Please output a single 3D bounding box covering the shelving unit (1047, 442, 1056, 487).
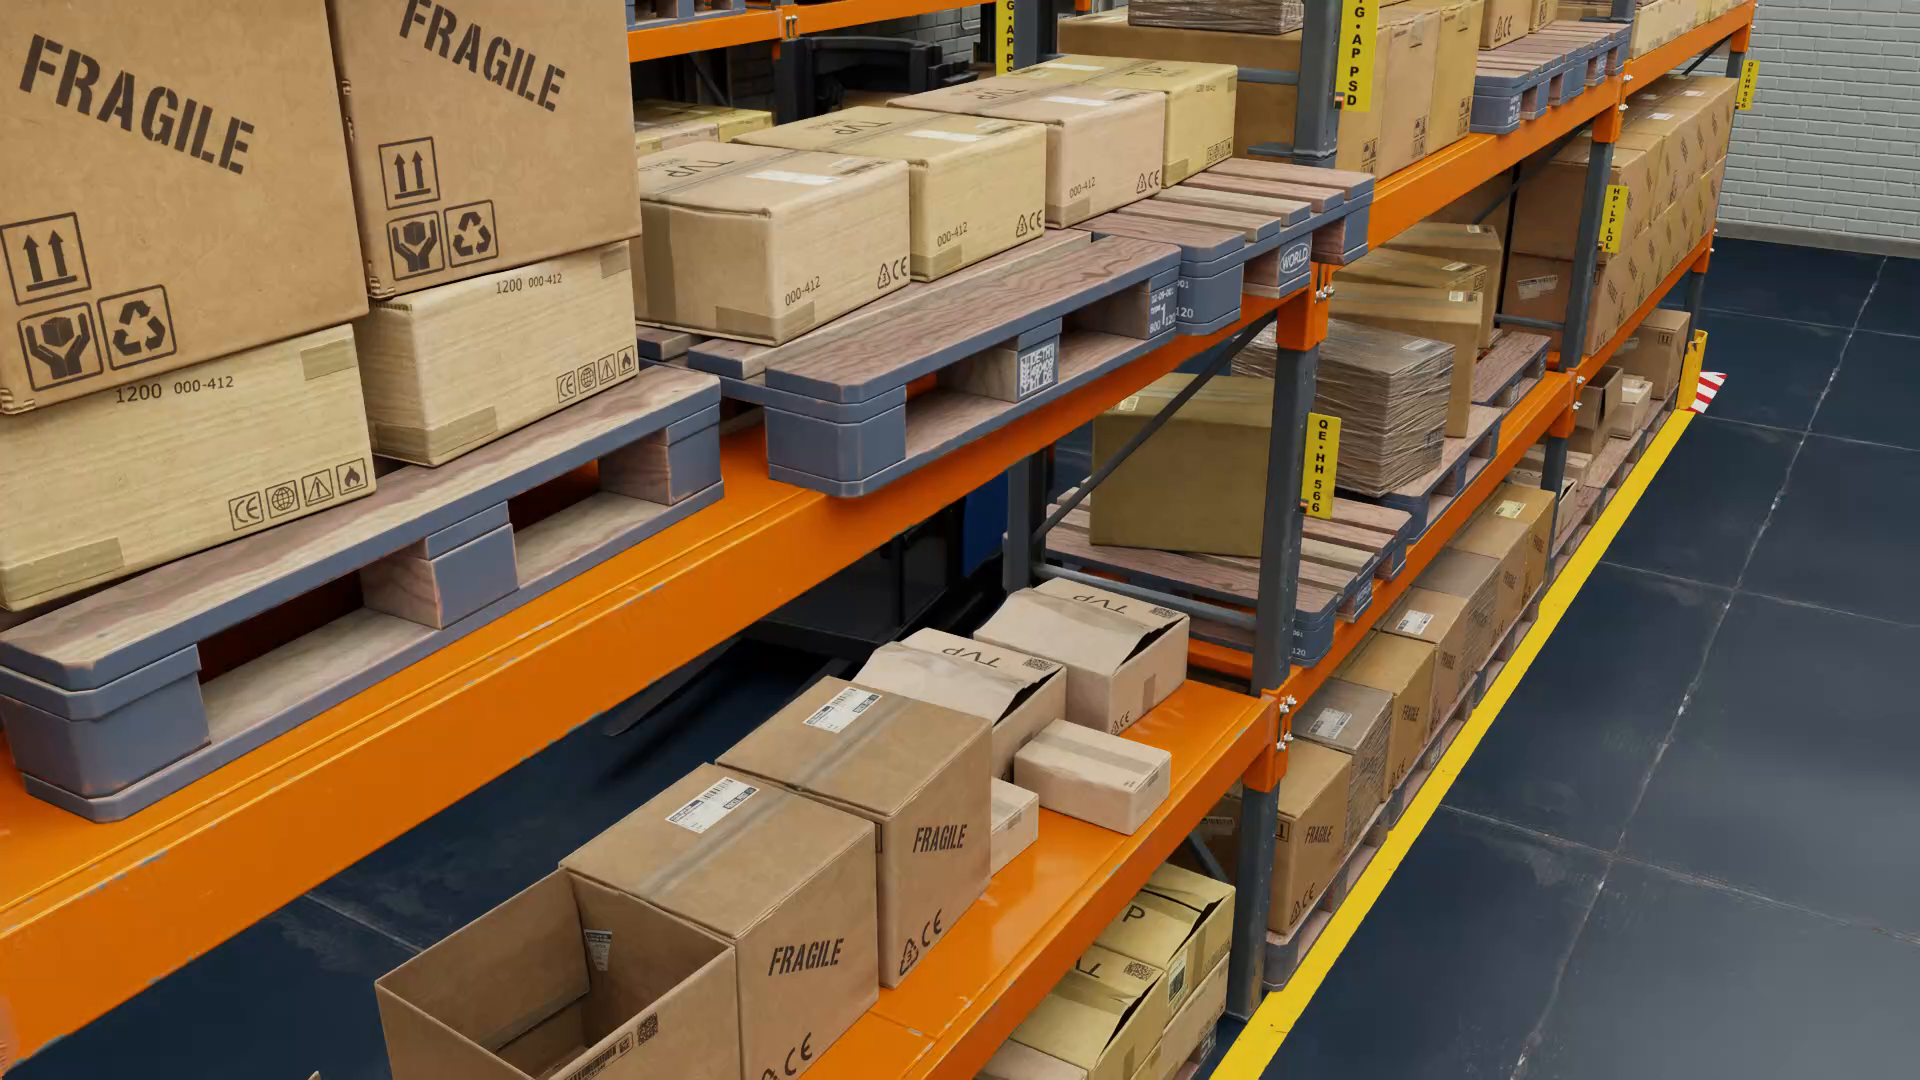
[{"bbox_3d":[0.152,-0.715,9.986,0.538,1.125,1.048,10,25,22],"label":"shelving unit"}]

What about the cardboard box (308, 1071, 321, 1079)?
[{"bbox_3d":[-1.186,1.270,3.209,0.396,0.266,0.258,13,27,28],"label":"cardboard box"}]

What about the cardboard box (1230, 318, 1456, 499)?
[{"bbox_3d":[1.497,-0.550,6.589,0.700,0.500,0.500,20,31,39],"label":"cardboard box"}]

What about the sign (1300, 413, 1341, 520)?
[{"bbox_3d":[1.089,-0.222,5.030,0.100,0.325,0.005,14,27,29],"label":"sign"}]

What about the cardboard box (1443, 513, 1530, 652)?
[{"bbox_3d":[2.441,0.181,8.149,0.500,0.500,0.500,14,27,29],"label":"cardboard box"}]

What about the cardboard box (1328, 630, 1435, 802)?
[{"bbox_3d":[1.639,0.699,6.952,0.500,0.500,0.500,13,27,28],"label":"cardboard box"}]

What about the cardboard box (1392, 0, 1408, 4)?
[{"bbox_3d":[1.389,-2.178,5.844,0.500,0.500,0.500,14,27,29],"label":"cardboard box"}]

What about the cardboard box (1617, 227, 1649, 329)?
[{"bbox_3d":[3.494,-1.490,9.291,0.500,0.500,0.500,14,27,30],"label":"cardboard box"}]

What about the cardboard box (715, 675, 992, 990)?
[{"bbox_3d":[-0.255,0.718,4.190,0.500,0.500,0.500,12,26,26],"label":"cardboard box"}]

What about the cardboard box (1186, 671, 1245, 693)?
[{"bbox_3d":[0.936,0.410,6.675,0.500,0.250,0.500,15,28,31],"label":"cardboard box"}]

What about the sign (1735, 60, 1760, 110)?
[{"bbox_3d":[5.297,-3.060,11.186,0.100,0.325,0.005,14,27,29],"label":"sign"}]

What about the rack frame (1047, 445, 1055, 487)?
[{"bbox_3d":[0.361,-0.899,10.411,0.500,1.125,0.032,10,25,22],"label":"rack frame"}]

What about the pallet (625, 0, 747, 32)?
[{"bbox_3d":[-1.926,-3.162,9.743,0.805,0.209,1.217,13,26,27],"label":"pallet"}]

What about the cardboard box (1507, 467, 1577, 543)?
[{"bbox_3d":[3.131,-0.220,9.314,0.500,0.311,0.500,14,27,29],"label":"cardboard box"}]

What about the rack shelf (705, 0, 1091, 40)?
[{"bbox_3d":[-0.430,-3.914,12.146,1.077,0.370,4.000,14,27,29],"label":"rack shelf"}]

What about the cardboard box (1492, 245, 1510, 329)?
[{"bbox_3d":[2.771,-1.425,9.139,0.500,0.500,0.500,14,27,30],"label":"cardboard box"}]

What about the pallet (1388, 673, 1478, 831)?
[{"bbox_3d":[1.686,0.819,7.592,1.003,0.211,1.213,14,27,29],"label":"pallet"}]

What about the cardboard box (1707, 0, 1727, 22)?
[{"bbox_3d":[4.263,-3.247,9.889,0.500,0.250,0.500,14,27,29],"label":"cardboard box"}]

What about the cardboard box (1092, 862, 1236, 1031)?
[{"bbox_3d":[0.549,1.234,5.350,0.500,0.311,0.500,15,27,30],"label":"cardboard box"}]

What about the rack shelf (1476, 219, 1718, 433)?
[{"bbox_3d":[3.781,-1.501,10.347,1.077,0.370,4.000,14,27,29],"label":"rack shelf"}]

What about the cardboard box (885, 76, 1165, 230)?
[{"bbox_3d":[0.163,-0.961,4.078,0.500,0.250,0.500,15,27,30],"label":"cardboard box"}]

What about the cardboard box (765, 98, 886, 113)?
[{"bbox_3d":[-0.795,-2.756,11.962,0.980,0.700,0.700,13,27,28],"label":"cardboard box"}]

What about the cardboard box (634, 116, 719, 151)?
[{"bbox_3d":[-1.792,-2.347,9.926,0.500,0.250,0.500,15,27,30],"label":"cardboard box"}]

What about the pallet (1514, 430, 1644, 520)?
[{"bbox_3d":[3.732,-0.521,10.689,1.003,0.211,1.213,14,27,29],"label":"pallet"}]

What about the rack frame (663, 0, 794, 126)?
[{"bbox_3d":[-1.485,-2.193,11.040,1.000,3.000,0.127,14,27,29],"label":"rack frame"}]

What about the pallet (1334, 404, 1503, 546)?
[{"bbox_3d":[1.638,-0.375,7.083,1.003,0.211,1.213,14,27,29],"label":"pallet"}]

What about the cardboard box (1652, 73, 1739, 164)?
[{"bbox_3d":[4.835,-2.803,11.065,0.500,0.500,0.500,14,27,29],"label":"cardboard box"}]

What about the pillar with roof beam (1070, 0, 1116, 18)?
[{"bbox_3d":[4.972,-6.486,13.407,9.100,9.000,0.400,14,27,29],"label":"pillar with roof beam"}]

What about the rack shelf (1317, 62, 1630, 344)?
[{"bbox_3d":[1.671,-1.528,6.633,1.077,0.370,4.000,14,27,29],"label":"rack shelf"}]

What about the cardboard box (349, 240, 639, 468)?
[{"bbox_3d":[-0.874,-0.348,2.664,0.500,0.250,0.500,11,26,24],"label":"cardboard box"}]

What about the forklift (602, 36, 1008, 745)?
[{"bbox_3d":[-0.633,-0.790,7.884,1.130,2.935,3.031,10,25,22],"label":"forklift"}]

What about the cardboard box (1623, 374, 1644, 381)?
[{"bbox_3d":[4.468,-1.055,11.424,0.380,0.166,0.250,14,27,29],"label":"cardboard box"}]

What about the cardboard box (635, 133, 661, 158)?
[{"bbox_3d":[-2.061,-2.175,9.528,0.500,0.250,0.500,14,27,30],"label":"cardboard box"}]

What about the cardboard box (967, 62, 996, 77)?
[{"bbox_3d":[0.365,-3.506,13.696,0.980,0.700,0.700,15,28,31],"label":"cardboard box"}]

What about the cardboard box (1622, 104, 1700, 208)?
[{"bbox_3d":[4.028,-2.283,9.864,0.500,0.500,0.500,15,27,31],"label":"cardboard box"}]

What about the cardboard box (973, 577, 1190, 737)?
[{"bbox_3d":[0.387,0.348,5.282,0.500,0.311,0.500,16,28,32],"label":"cardboard box"}]

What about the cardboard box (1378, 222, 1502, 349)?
[{"bbox_3d":[2.286,-1.282,8.281,0.700,0.500,0.500,5,24,11],"label":"cardboard box"}]

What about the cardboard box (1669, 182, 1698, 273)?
[{"bbox_3d":[4.292,-2.001,10.470,0.500,0.500,0.500,14,27,29],"label":"cardboard box"}]

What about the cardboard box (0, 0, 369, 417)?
[{"bbox_3d":[-1.135,-0.501,2.071,0.500,0.500,0.500,14,27,30],"label":"cardboard box"}]

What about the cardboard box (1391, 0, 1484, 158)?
[{"bbox_3d":[1.361,-1.730,6.070,0.910,0.500,0.500,14,27,29],"label":"cardboard box"}]

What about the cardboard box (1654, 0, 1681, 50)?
[{"bbox_3d":[3.460,-2.744,8.726,0.500,0.250,0.500,14,27,29],"label":"cardboard box"}]

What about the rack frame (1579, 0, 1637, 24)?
[{"bbox_3d":[2.726,-3.909,7.453,1.000,3.000,0.127,14,27,29],"label":"rack frame"}]

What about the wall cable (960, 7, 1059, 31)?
[{"bbox_3d":[0.497,-4.640,15.413,0.084,1.984,1.851,14,27,29],"label":"wall cable"}]

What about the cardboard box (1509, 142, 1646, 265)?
[{"bbox_3d":[3.213,-1.761,8.658,0.500,0.500,0.500,15,27,30],"label":"cardboard box"}]

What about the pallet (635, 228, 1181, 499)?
[{"bbox_3d":[-0.254,-0.470,3.522,1.003,0.211,1.213,15,28,31],"label":"pallet"}]
